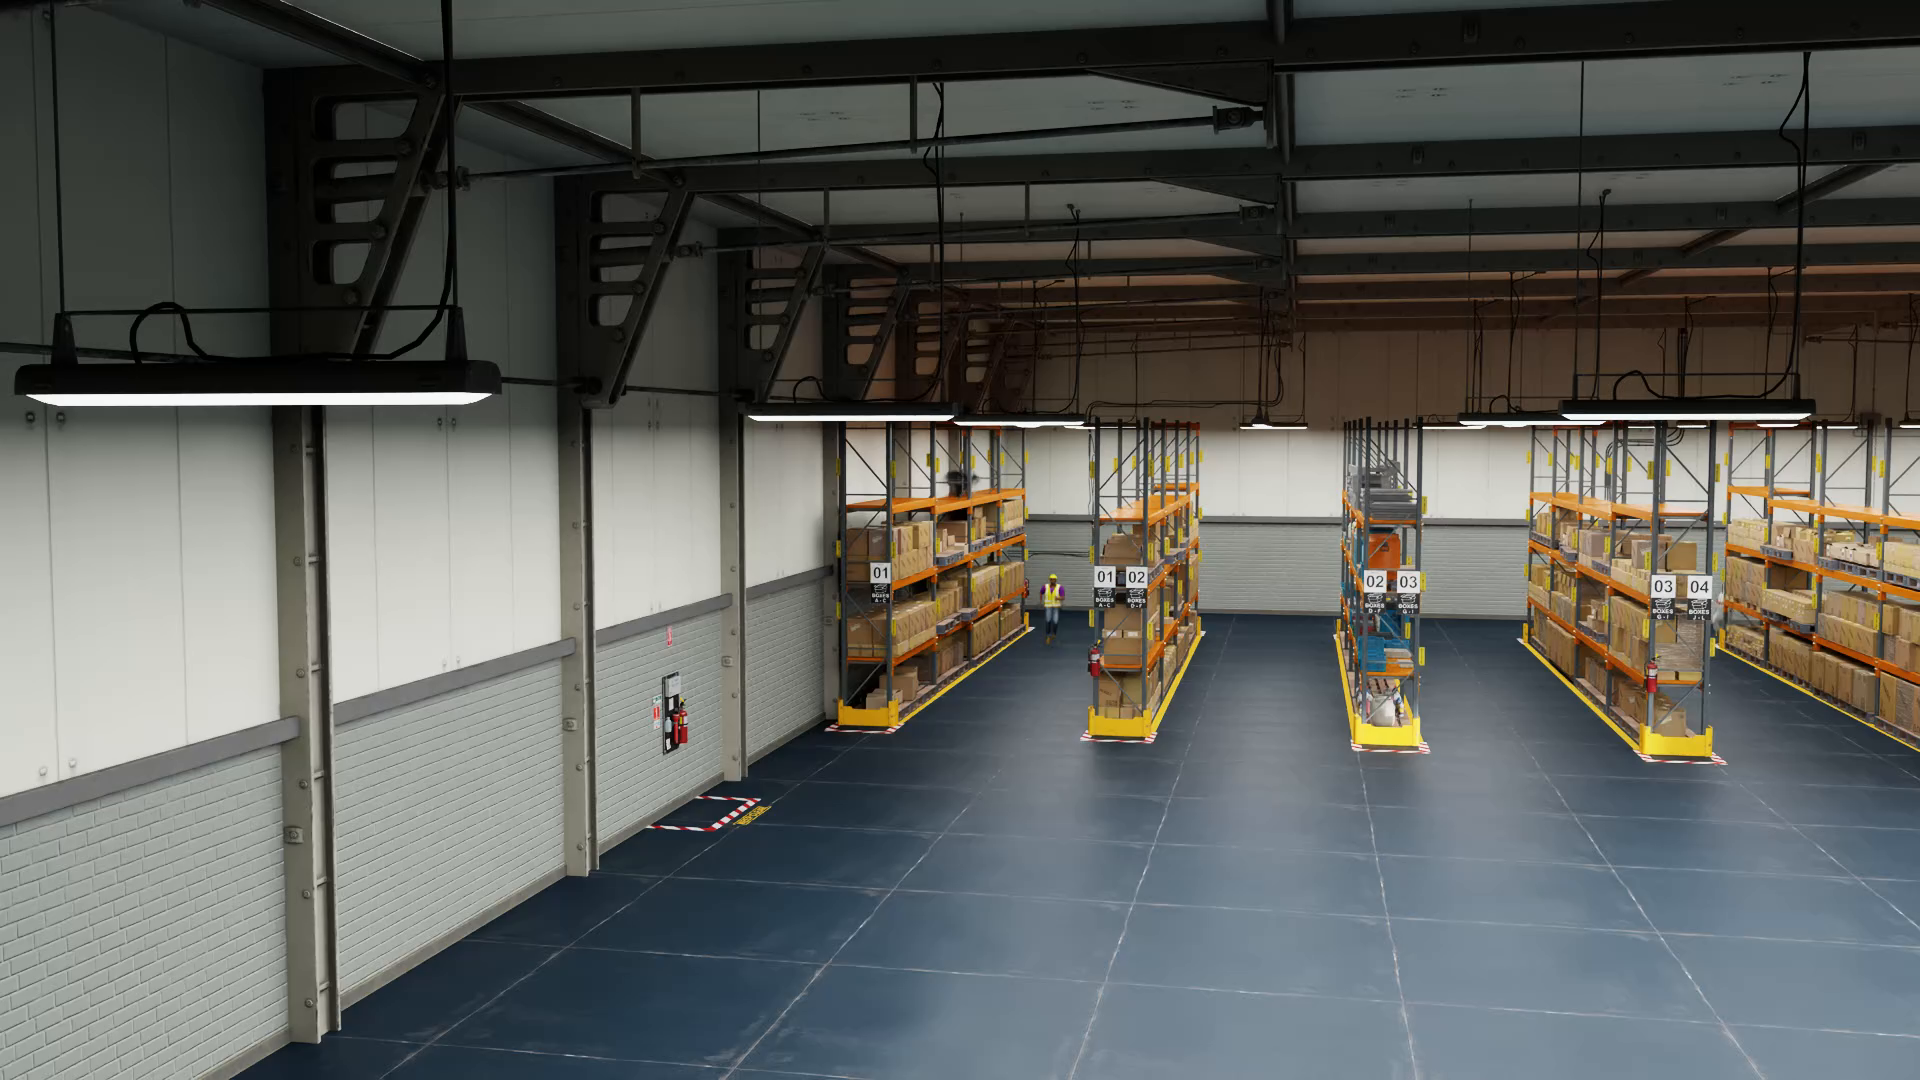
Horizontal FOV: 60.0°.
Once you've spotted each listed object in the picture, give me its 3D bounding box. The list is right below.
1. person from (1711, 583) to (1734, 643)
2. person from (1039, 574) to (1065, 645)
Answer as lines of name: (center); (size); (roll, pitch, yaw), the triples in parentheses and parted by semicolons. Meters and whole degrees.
person: (20.759, 1.954, 45.048); (0.674, 1.815, 0.657); (-1, 4, -12)
person: (2.421, 1.821, 43.694); (0.672, 1.847, 0.727); (0, 4, 1)
